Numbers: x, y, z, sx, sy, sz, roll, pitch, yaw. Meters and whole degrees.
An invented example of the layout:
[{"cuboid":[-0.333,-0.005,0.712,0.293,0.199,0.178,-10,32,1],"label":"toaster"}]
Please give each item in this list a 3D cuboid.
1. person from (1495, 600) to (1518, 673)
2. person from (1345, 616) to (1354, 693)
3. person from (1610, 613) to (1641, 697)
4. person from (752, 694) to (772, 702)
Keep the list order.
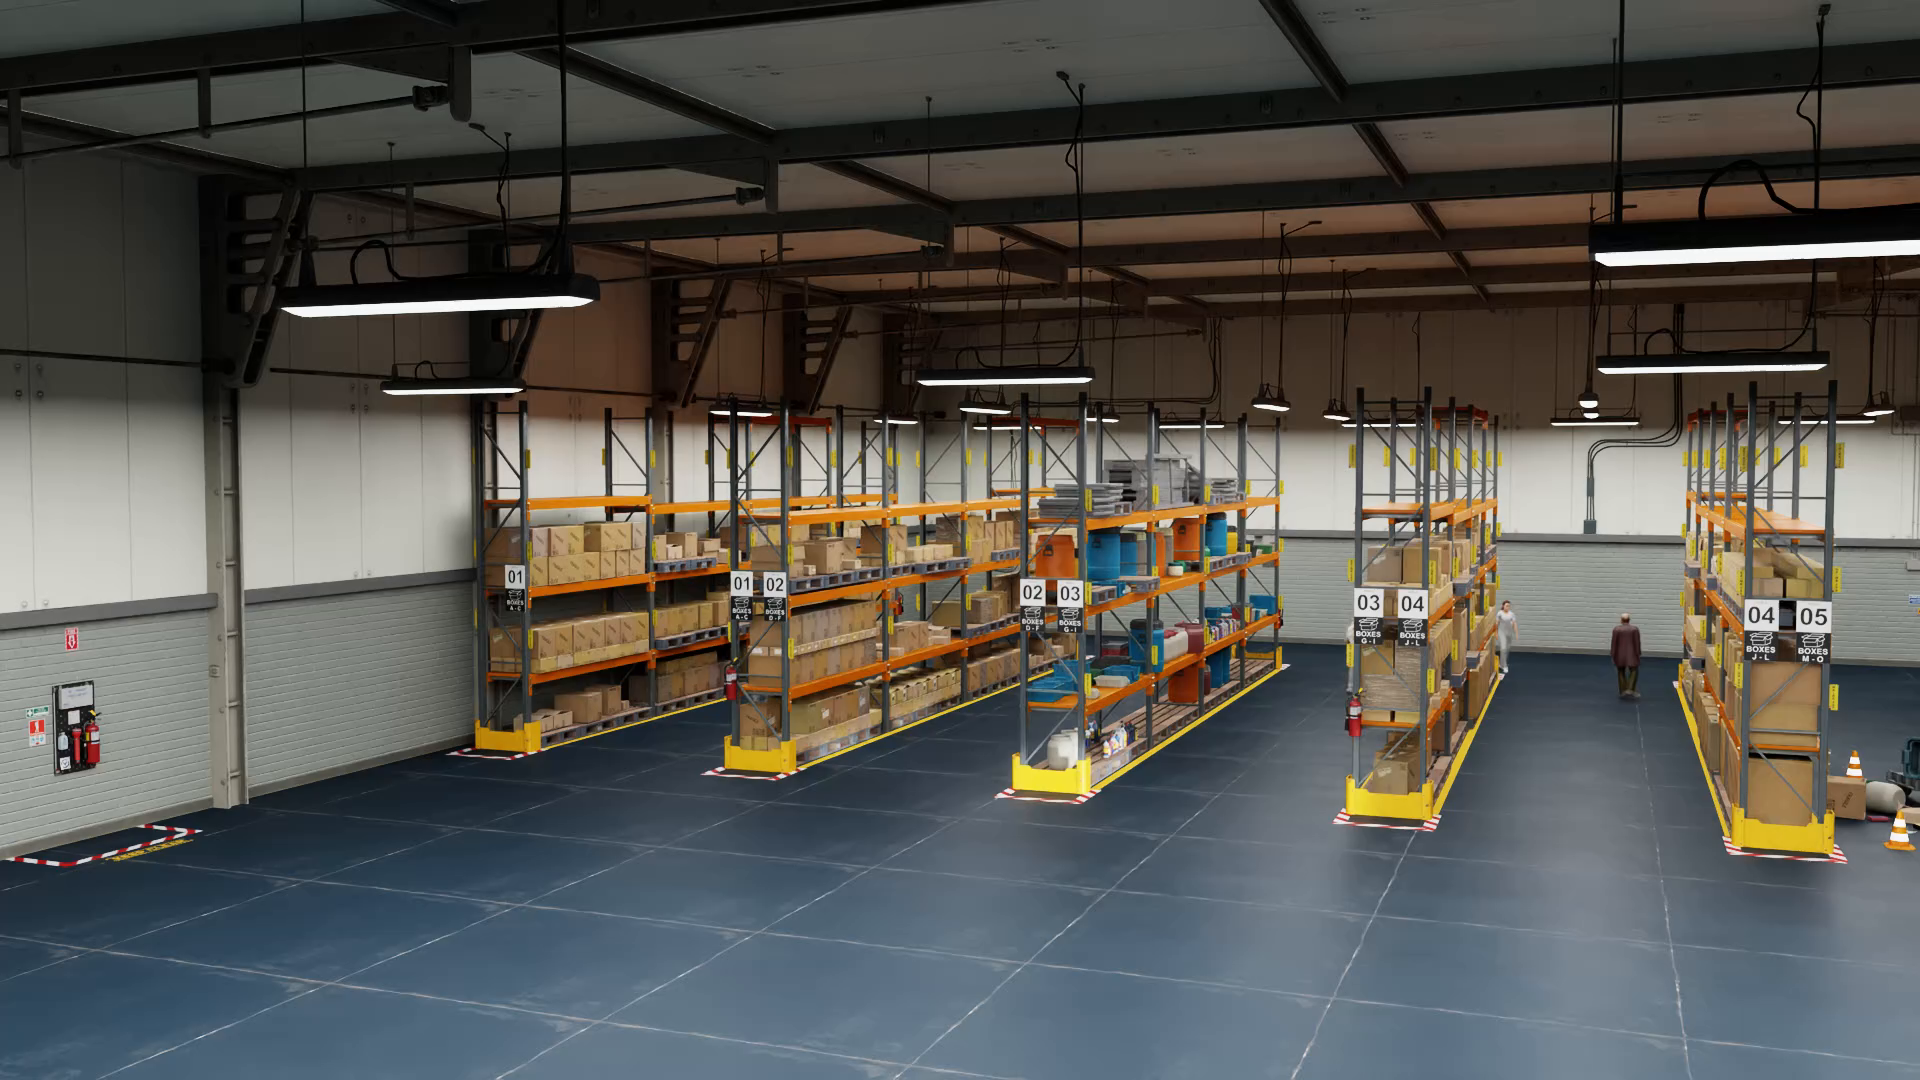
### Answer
[{"cuboid":[12.911,2.262,39.295,0.484,1.698,0.648,0,3,-7],"label":"person"},{"cuboid":[8.536,2.399,35.645,0.577,1.707,1.085,1,3,24],"label":"person"},{"cuboid":[13.964,2.422,34.883,0.614,1.776,0.610,1,3,21],"label":"person"},{"cuboid":[-3.895,2.532,32.944,0.570,1.810,0.680,0,3,-4],"label":"person"}]
